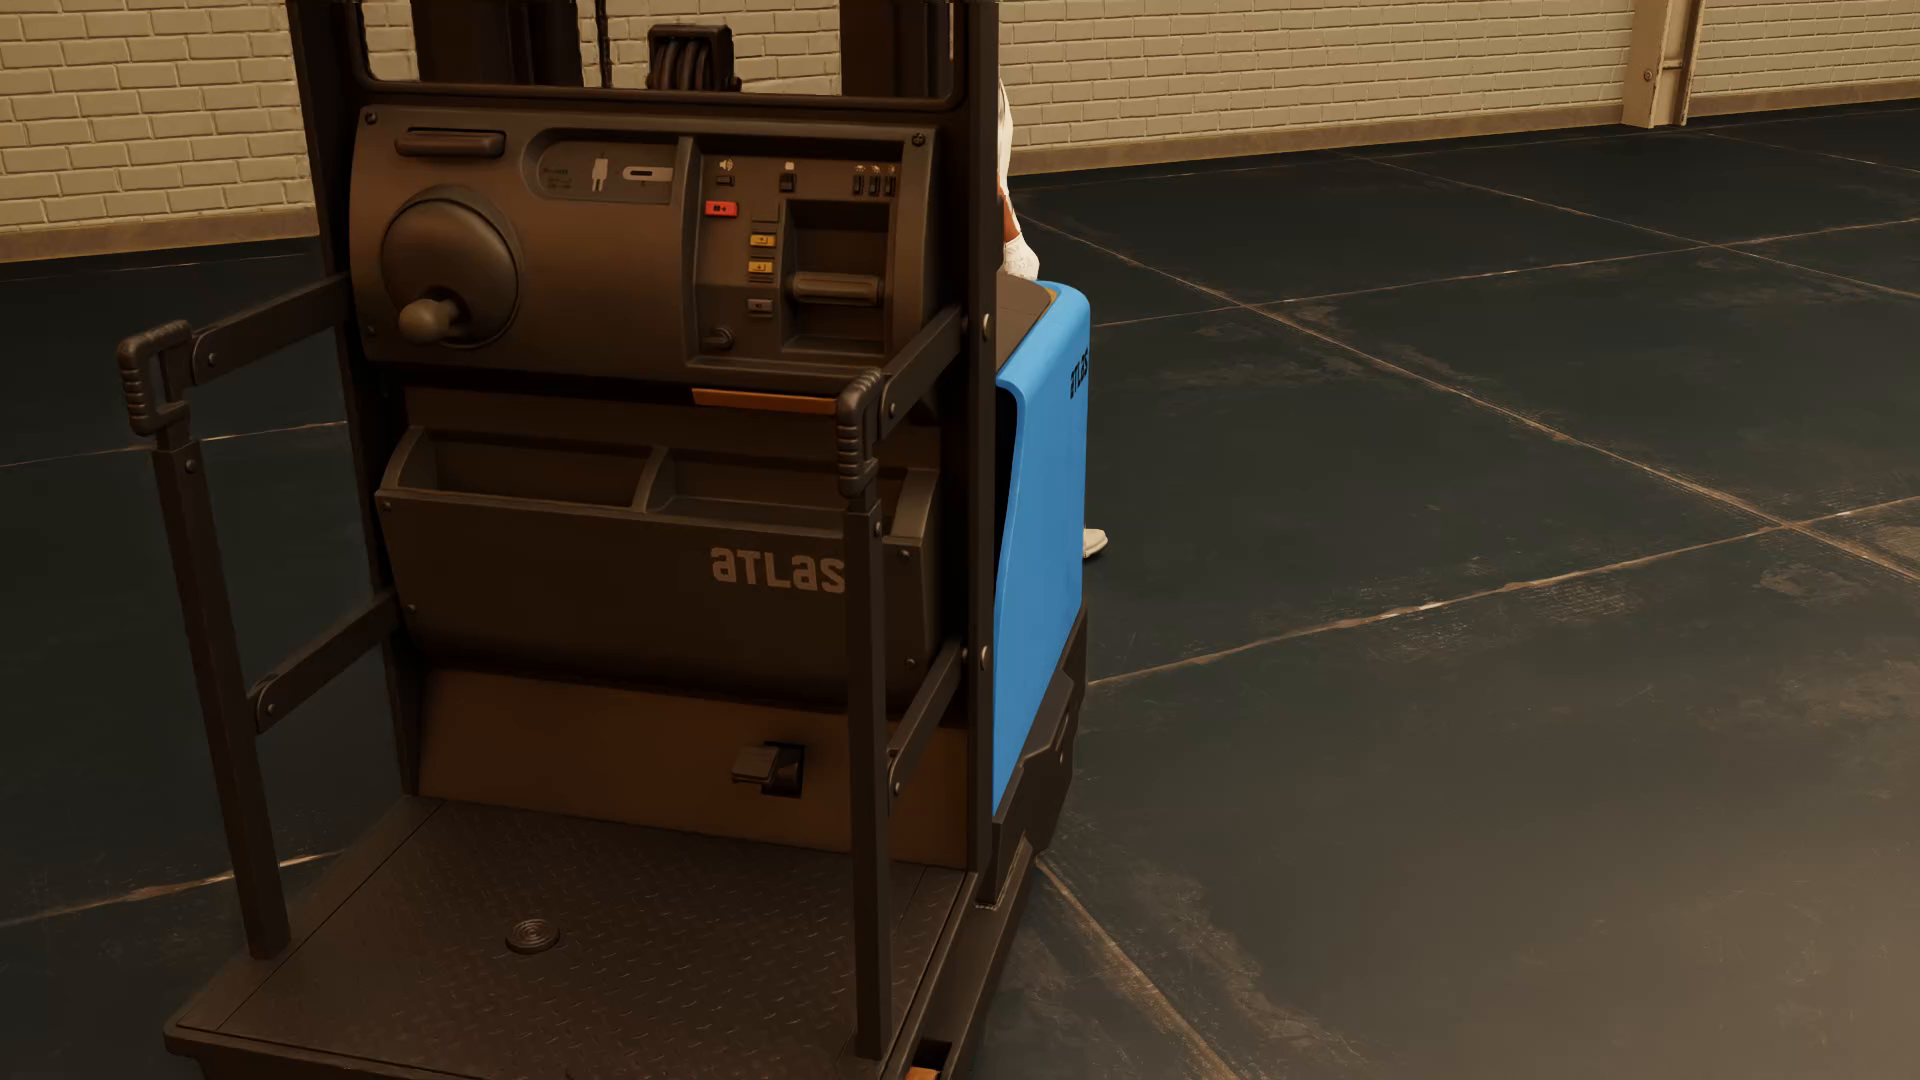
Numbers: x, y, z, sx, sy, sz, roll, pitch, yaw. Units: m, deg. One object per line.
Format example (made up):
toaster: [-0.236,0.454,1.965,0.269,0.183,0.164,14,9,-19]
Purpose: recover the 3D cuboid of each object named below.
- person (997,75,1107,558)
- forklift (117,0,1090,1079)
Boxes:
person: [0.069,-0.839,4.782,0.576,1.783,0.657,-10,25,-23]
forklift: [-0.542,-0.431,2.323,1.130,2.935,3.031,5,23,12]
